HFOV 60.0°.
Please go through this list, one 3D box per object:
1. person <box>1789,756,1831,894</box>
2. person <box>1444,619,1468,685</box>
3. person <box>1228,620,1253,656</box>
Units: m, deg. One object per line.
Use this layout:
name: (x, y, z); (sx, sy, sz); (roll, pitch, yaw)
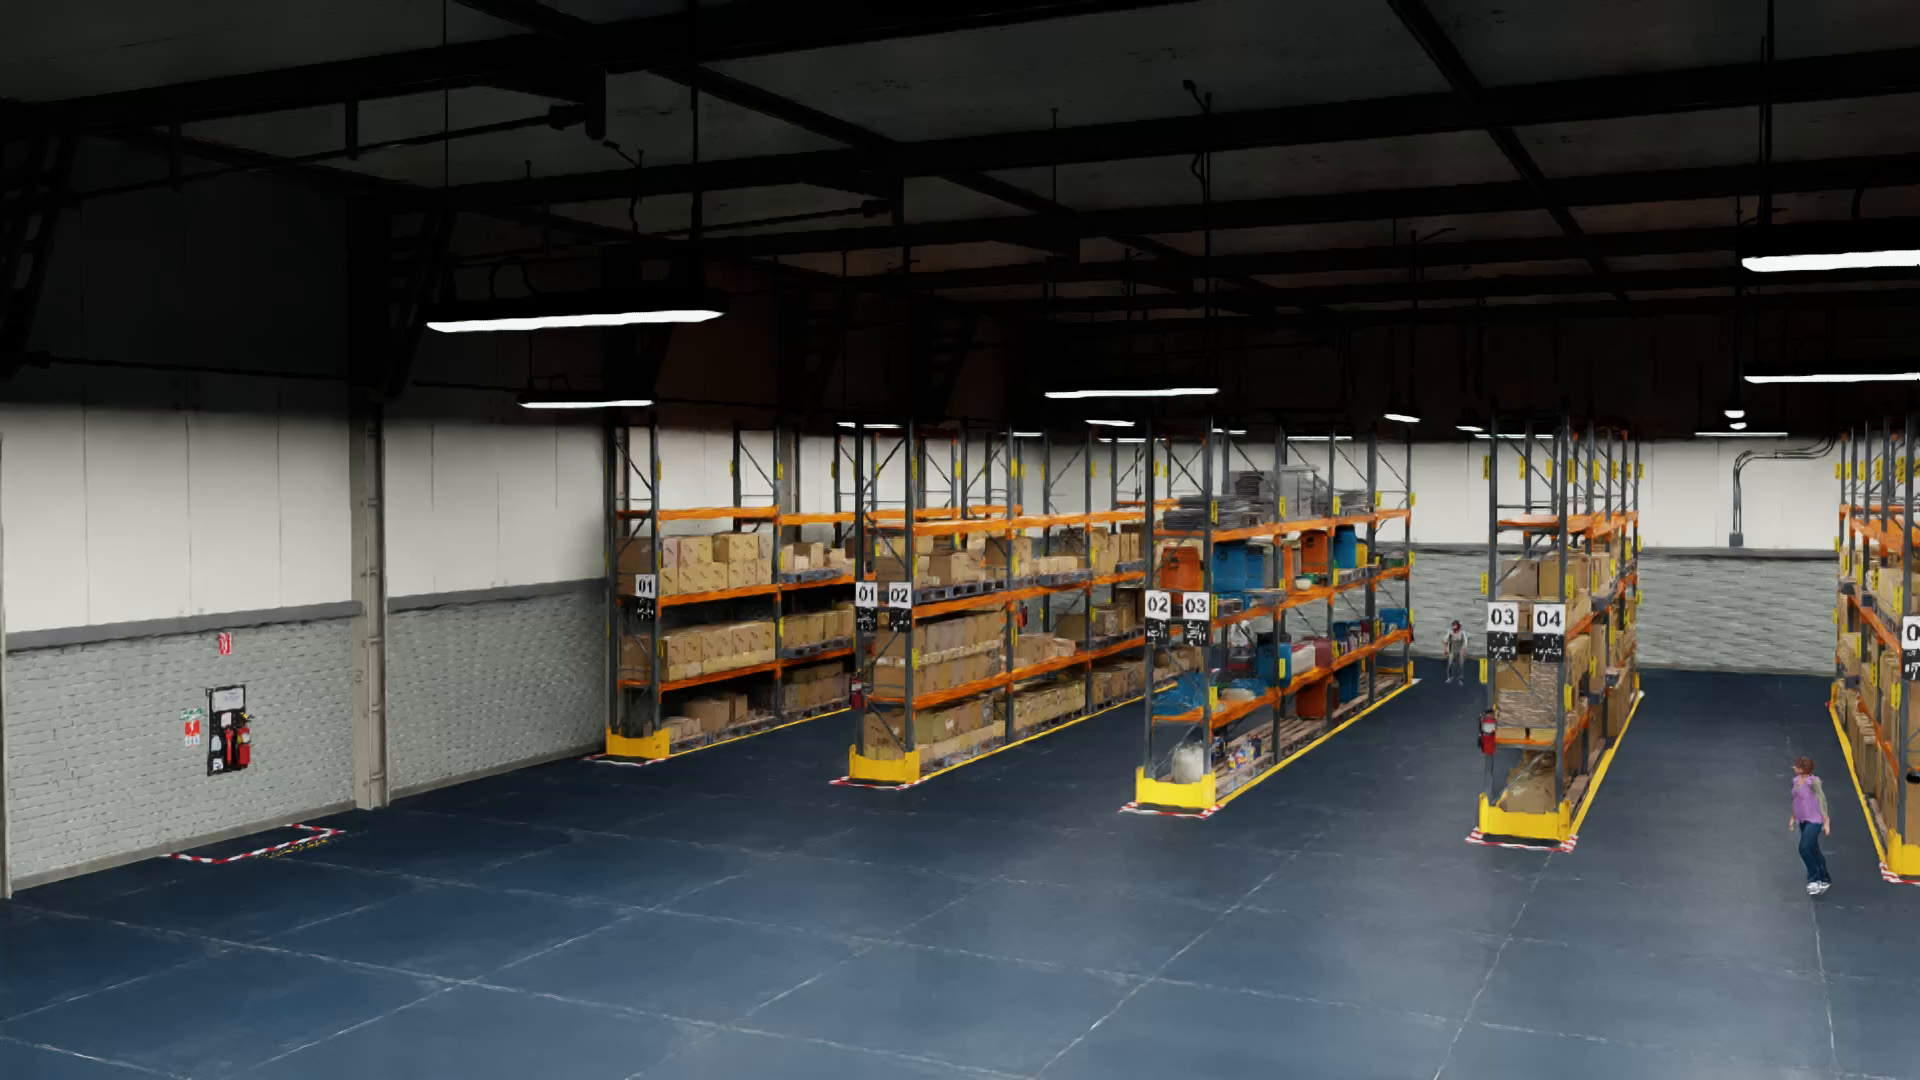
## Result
person: (10.145, 3.363, 19.780); (0.459, 1.585, 0.529); (0, 2, -5)
person: (11.565, 2.608, 38.778); (0.566, 1.541, 0.519); (1, 3, 22)
person: (6.651, 2.479, 39.673); (0.677, 1.726, 0.574); (1, 3, 23)
